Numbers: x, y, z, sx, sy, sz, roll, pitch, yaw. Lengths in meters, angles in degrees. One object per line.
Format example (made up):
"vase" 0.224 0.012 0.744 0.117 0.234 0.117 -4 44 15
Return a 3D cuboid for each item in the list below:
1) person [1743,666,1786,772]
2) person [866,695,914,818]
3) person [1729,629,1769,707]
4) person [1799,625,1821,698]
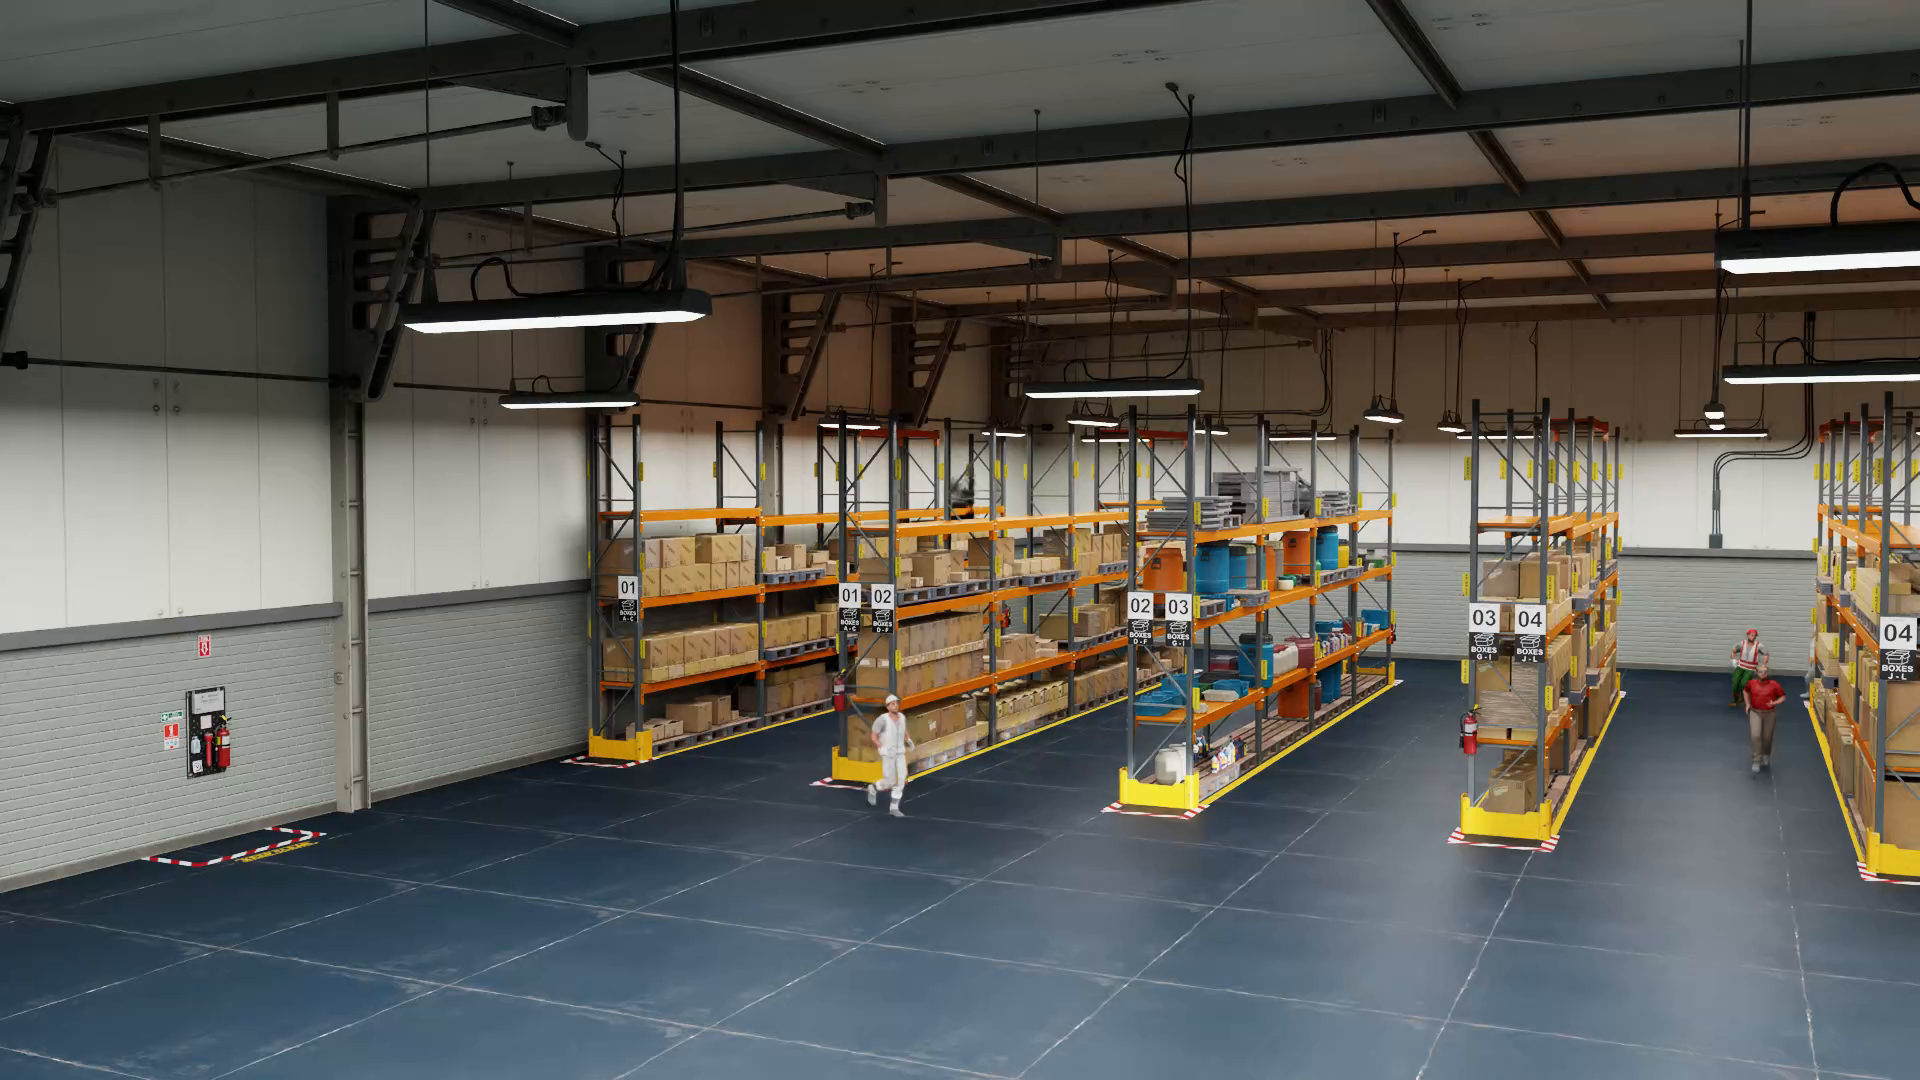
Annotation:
"person" 13.532 2.988 27.989 0.655 1.754 0.851 1 3 26
"person" -1.015 3.134 24.308 0.658 1.765 0.700 -2 3 -38
"person" 16.633 2.716 35.125 0.730 1.695 0.532 2 3 41
"person" 18.906 2.660 36.484 0.745 1.686 0.649 1 2 14
